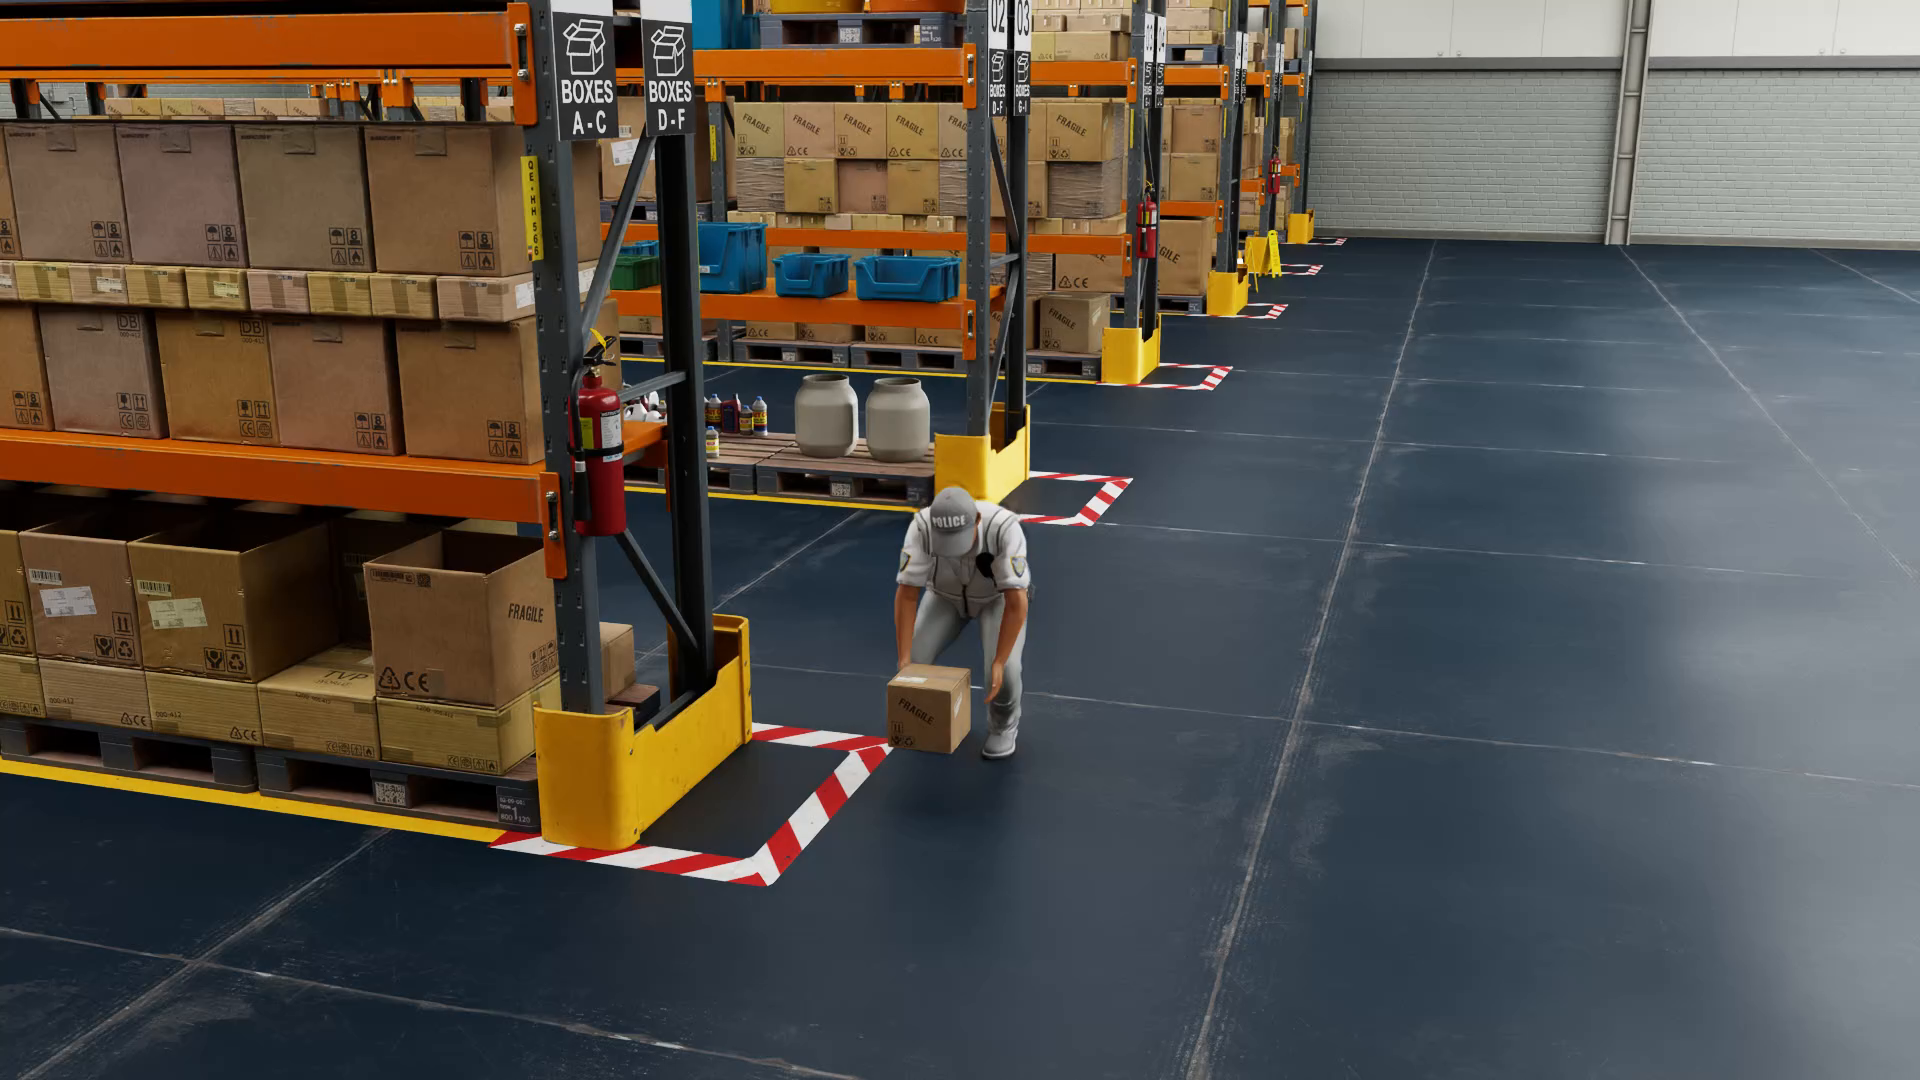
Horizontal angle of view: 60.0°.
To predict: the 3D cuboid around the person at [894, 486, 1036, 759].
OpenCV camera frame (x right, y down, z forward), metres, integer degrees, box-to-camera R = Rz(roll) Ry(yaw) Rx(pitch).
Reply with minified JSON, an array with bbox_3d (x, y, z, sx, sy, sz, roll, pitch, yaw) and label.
[{"bbox_3d":[0.038,0.292,6.538,0.541,1.158,0.817,4,16,16],"label":"person"}]
